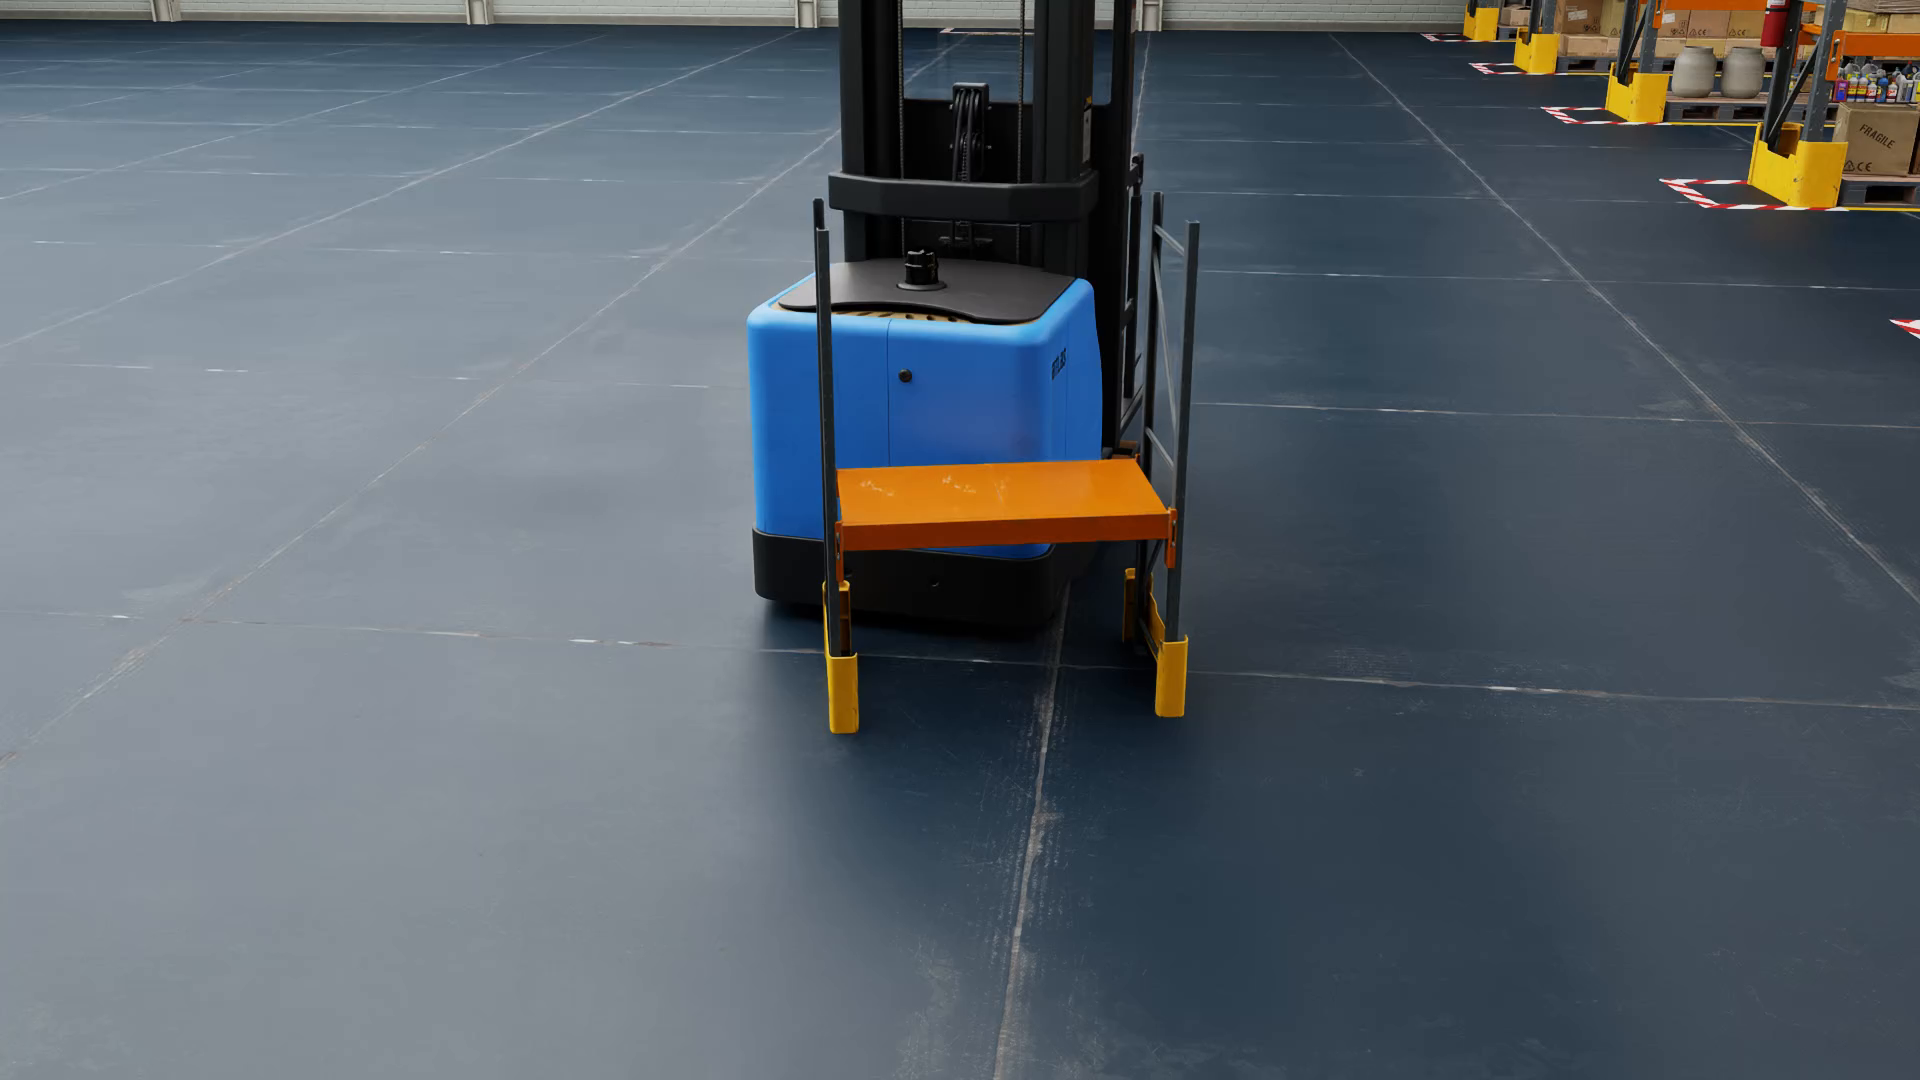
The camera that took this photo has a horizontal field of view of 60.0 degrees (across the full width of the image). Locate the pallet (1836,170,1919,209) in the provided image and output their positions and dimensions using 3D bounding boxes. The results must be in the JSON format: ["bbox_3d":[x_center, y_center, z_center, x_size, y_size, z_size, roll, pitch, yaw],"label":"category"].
[{"bbox_3d":[7.570,-2.865,13.399,1.213,0.211,1.003,2,22,6],"label":"pallet"}]

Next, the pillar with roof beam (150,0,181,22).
[{"bbox_3d":[-15.102,-12.181,25.010,0.400,9.000,9.100,2,22,6],"label":"pillar with roof beam"}]

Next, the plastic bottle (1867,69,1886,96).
[{"bbox_3d":[9.892,-4.944,17.972,0.135,0.276,0.152,2,22,6],"label":"plastic bottle"}]

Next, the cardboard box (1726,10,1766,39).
[{"bbox_3d":[10.356,-6.908,21.983,0.500,0.500,0.500,2,22,6],"label":"cardboard box"}]

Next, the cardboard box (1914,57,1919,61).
[{"bbox_3d":[12.713,-6.443,21.825,0.500,0.250,0.500,3,22,8],"label":"cardboard box"}]

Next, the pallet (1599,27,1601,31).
[{"bbox_3d":[10.527,-8.237,26.987,1.213,0.211,1.003,2,22,6],"label":"pallet"}]

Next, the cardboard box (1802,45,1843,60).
[{"bbox_3d":[11.348,-6.514,22.004,0.500,0.250,0.500,2,22,6],"label":"cardboard box"}]

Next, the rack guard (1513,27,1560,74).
[{"bbox_3d":[7.838,-6.668,22.627,0.348,0.500,1.175,2,22,6],"label":"rack guard"}]

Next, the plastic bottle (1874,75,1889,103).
[{"bbox_3d":[9.680,-4.737,17.454,0.097,0.271,0.097,0,22,0],"label":"plastic bottle"}]

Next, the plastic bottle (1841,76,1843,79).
[{"bbox_3d":[9.539,-4.932,18.043,0.097,0.201,0.097,0,22,0],"label":"plastic bottle"}]

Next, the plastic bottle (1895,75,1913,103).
[{"bbox_3d":[9.902,-4.740,17.455,0.135,0.276,0.152,3,22,7],"label":"plastic bottle"}]

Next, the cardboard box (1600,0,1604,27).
[{"bbox_3d":[10.406,-8.543,26.771,0.500,0.500,0.700,1,22,3],"label":"cardboard box"}]

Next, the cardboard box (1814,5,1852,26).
[{"bbox_3d":[6.999,-4.159,13.222,0.250,0.149,0.380,2,22,6],"label":"cardboard box"}]

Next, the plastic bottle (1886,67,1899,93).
[{"bbox_3d":[10.148,-5.007,18.120,0.133,0.283,0.061,3,22,9],"label":"plastic bottle"}]

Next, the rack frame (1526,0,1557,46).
[{"bbox_3d":[7.862,-7.830,22.165,0.127,3.000,1.000,2,22,6],"label":"rack frame"}]

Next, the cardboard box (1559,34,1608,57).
[{"bbox_3d":[8.368,-6.642,22.329,0.500,0.250,0.500,2,22,6],"label":"cardboard box"}]

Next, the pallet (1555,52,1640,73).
[{"bbox_3d":[8.626,-6.515,22.632,1.213,0.211,1.003,2,22,6],"label":"pallet"}]

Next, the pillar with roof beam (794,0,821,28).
[{"bbox_3d":[-3.185,-11.661,23.697,0.400,9.000,9.100,2,22,6],"label":"pillar with roof beam"}]

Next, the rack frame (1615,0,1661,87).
[{"bbox_3d":[7.275,-6.021,17.591,0.127,3.000,1.000,2,22,6],"label":"rack frame"}]

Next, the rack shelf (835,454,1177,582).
[{"bbox_3d":[0.112,-0.077,5.083,1.000,0.185,0.538,-2,22,-6],"label":"rack shelf"}]

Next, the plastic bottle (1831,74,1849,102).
[{"bbox_3d":[9.261,-4.754,17.481,0.133,0.283,0.061,3,22,7],"label":"plastic bottle"}]

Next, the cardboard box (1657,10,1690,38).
[{"bbox_3d":[9.363,-6.953,22.095,0.500,0.500,0.500,2,22,6],"label":"cardboard box"}]

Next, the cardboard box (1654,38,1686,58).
[{"bbox_3d":[9.361,-6.600,22.222,0.500,0.250,0.500,2,22,6],"label":"cardboard box"}]

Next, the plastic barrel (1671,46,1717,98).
[{"bbox_3d":[7.938,-5.059,17.969,0.421,0.512,0.421,0,22,0],"label":"plastic barrel"}]

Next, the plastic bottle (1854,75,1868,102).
[{"bbox_3d":[9.479,-4.746,17.477,0.097,0.271,0.097,0,22,0],"label":"plastic bottle"}]

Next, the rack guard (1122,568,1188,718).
[{"bbox_3d":[0.616,0.317,5.297,0.087,0.250,0.587,-2,22,-6],"label":"rack guard"}]

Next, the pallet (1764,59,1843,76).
[{"bbox_3d":[11.049,-6.410,22.365,1.213,0.211,1.003,2,22,6],"label":"pallet"}]

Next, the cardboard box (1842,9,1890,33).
[{"bbox_3d":[6.947,-3.997,12.811,0.250,0.149,0.380,2,22,6],"label":"cardboard box"}]

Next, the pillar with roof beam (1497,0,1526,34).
[{"bbox_3d":[8.731,-11.142,22.383,0.400,9.000,9.100,2,22,6],"label":"pillar with roof beam"}]

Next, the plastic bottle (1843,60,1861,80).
[{"bbox_3d":[9.700,-5.042,18.118,0.185,0.351,0.144,3,22,9],"label":"plastic bottle"}]

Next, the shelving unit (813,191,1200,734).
[{"bbox_3d":[0.121,-0.244,5.018,1.083,1.500,0.587,-2,22,-6],"label":"shelving unit"}]

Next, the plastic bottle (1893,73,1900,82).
[{"bbox_3d":[9.913,-4.782,17.552,0.133,0.283,0.061,2,22,6],"label":"plastic bottle"}]

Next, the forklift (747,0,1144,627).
[{"bbox_3d":[0.163,-1.584,6.461,1.130,2.935,3.031,6,22,14],"label":"forklift"}]

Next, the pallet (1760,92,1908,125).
[{"bbox_3d":[9.370,-4.648,17.909,1.213,0.211,1.003,2,22,6],"label":"pallet"}]

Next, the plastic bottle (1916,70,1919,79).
[{"bbox_3d":[10.336,-4.933,17.949,0.097,0.271,0.097,0,22,0],"label":"plastic bottle"}]

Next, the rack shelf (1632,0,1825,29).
[{"bbox_3d":[9.261,-5.600,17.504,4.000,0.370,1.077,2,22,6],"label":"rack shelf"}]

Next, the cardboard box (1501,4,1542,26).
[{"bbox_3d":[9.117,-8.530,26.994,0.500,0.311,0.500,0,22,0],"label":"cardboard box"}]

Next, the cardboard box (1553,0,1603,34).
[{"bbox_3d":[8.429,-7.180,22.671,0.500,0.500,0.500,2,22,6],"label":"cardboard box"}]

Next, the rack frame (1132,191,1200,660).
[{"bbox_3d":[0.617,-0.264,5.067,0.032,1.500,0.500,-2,22,-6],"label":"rack frame"}]

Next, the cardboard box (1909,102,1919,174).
[{"bbox_3d":[7.908,-3.199,13.281,0.500,0.500,0.500,8,23,20],"label":"cardboard box"}]

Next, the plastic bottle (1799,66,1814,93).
[{"bbox_3d":[9.269,-5.045,18.217,0.133,0.283,0.061,3,22,8],"label":"plastic bottle"}]

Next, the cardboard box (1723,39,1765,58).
[{"bbox_3d":[10.354,-6.555,22.109,0.500,0.250,0.500,2,22,6],"label":"cardboard box"}]

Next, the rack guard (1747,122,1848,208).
[{"bbox_3d":[6.768,-3.047,13.468,0.348,0.500,1.175,2,22,6],"label":"rack guard"}]
